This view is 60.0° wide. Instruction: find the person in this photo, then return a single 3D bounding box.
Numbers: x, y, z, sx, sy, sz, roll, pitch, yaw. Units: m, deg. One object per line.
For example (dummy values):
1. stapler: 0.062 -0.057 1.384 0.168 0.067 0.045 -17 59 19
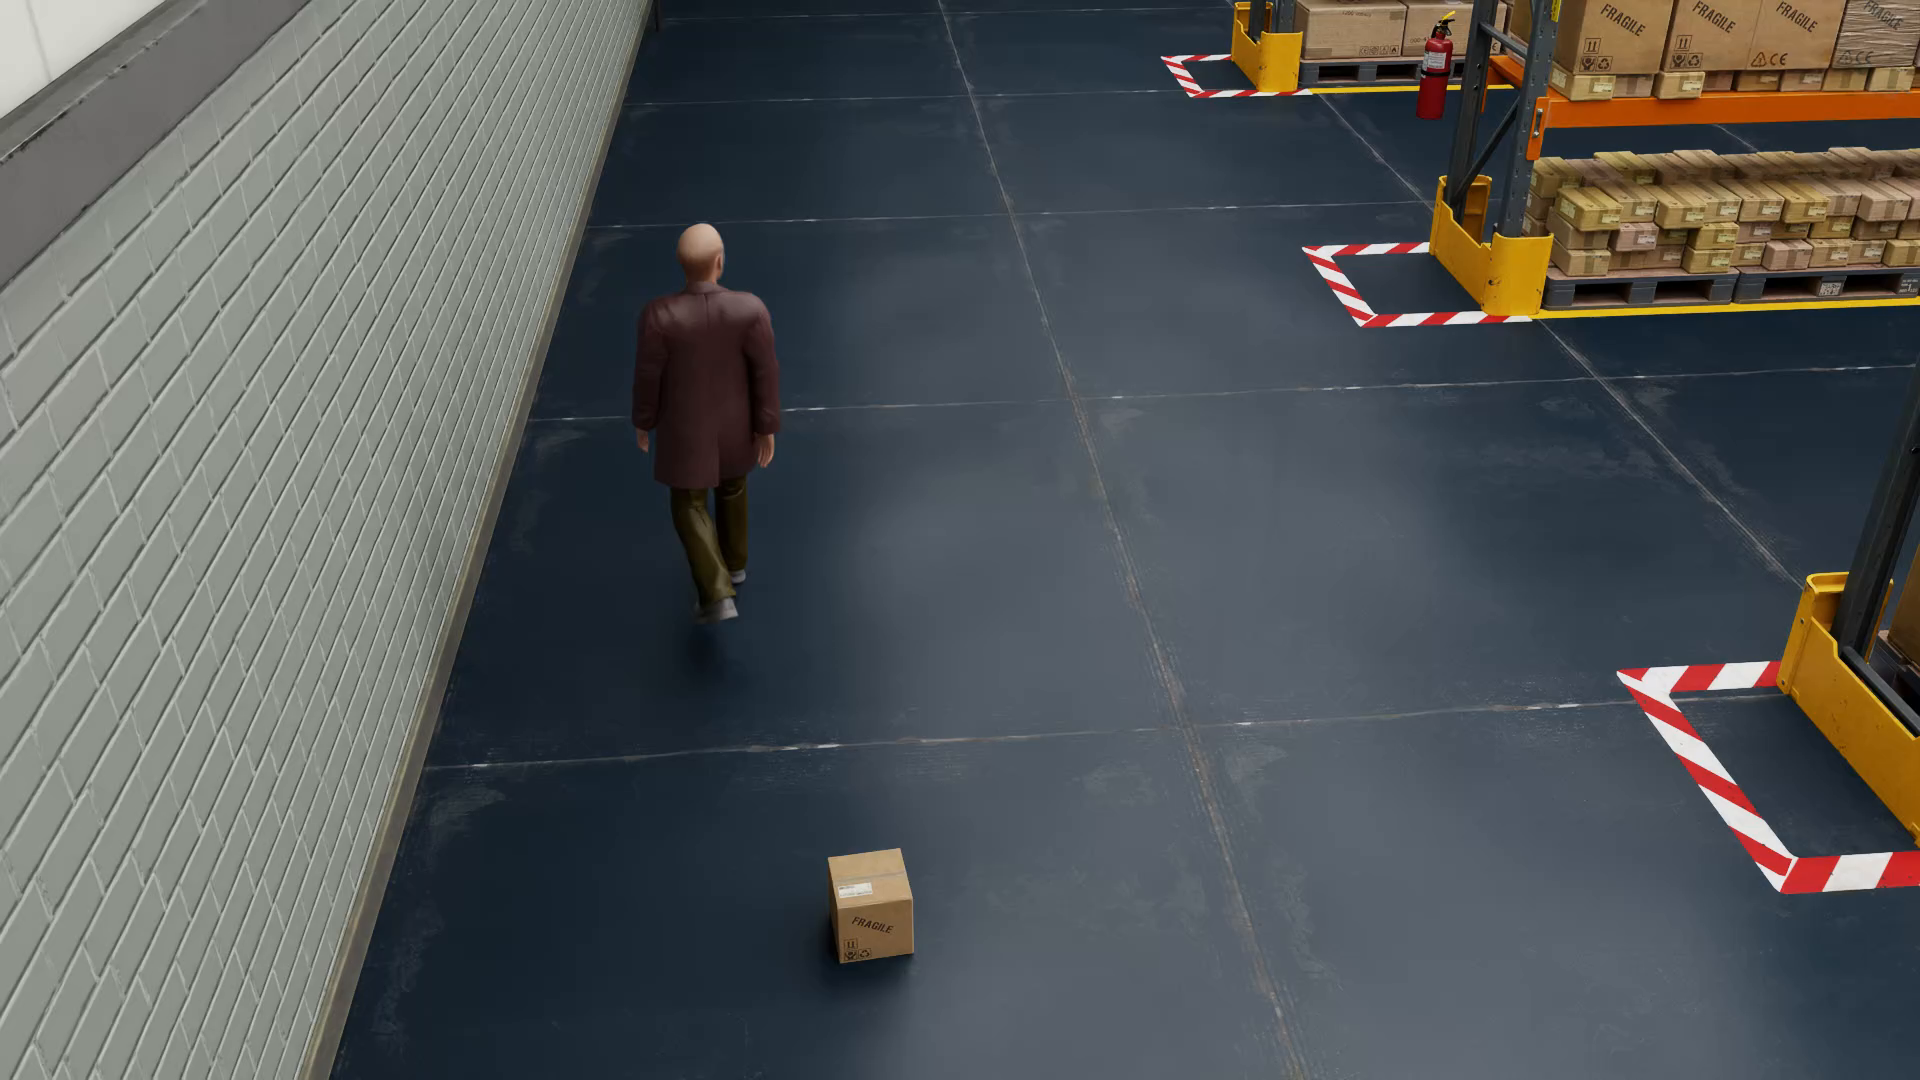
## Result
1. person: -1.057 -0.480 6.950 0.602 1.752 0.979 -10 32 -16
